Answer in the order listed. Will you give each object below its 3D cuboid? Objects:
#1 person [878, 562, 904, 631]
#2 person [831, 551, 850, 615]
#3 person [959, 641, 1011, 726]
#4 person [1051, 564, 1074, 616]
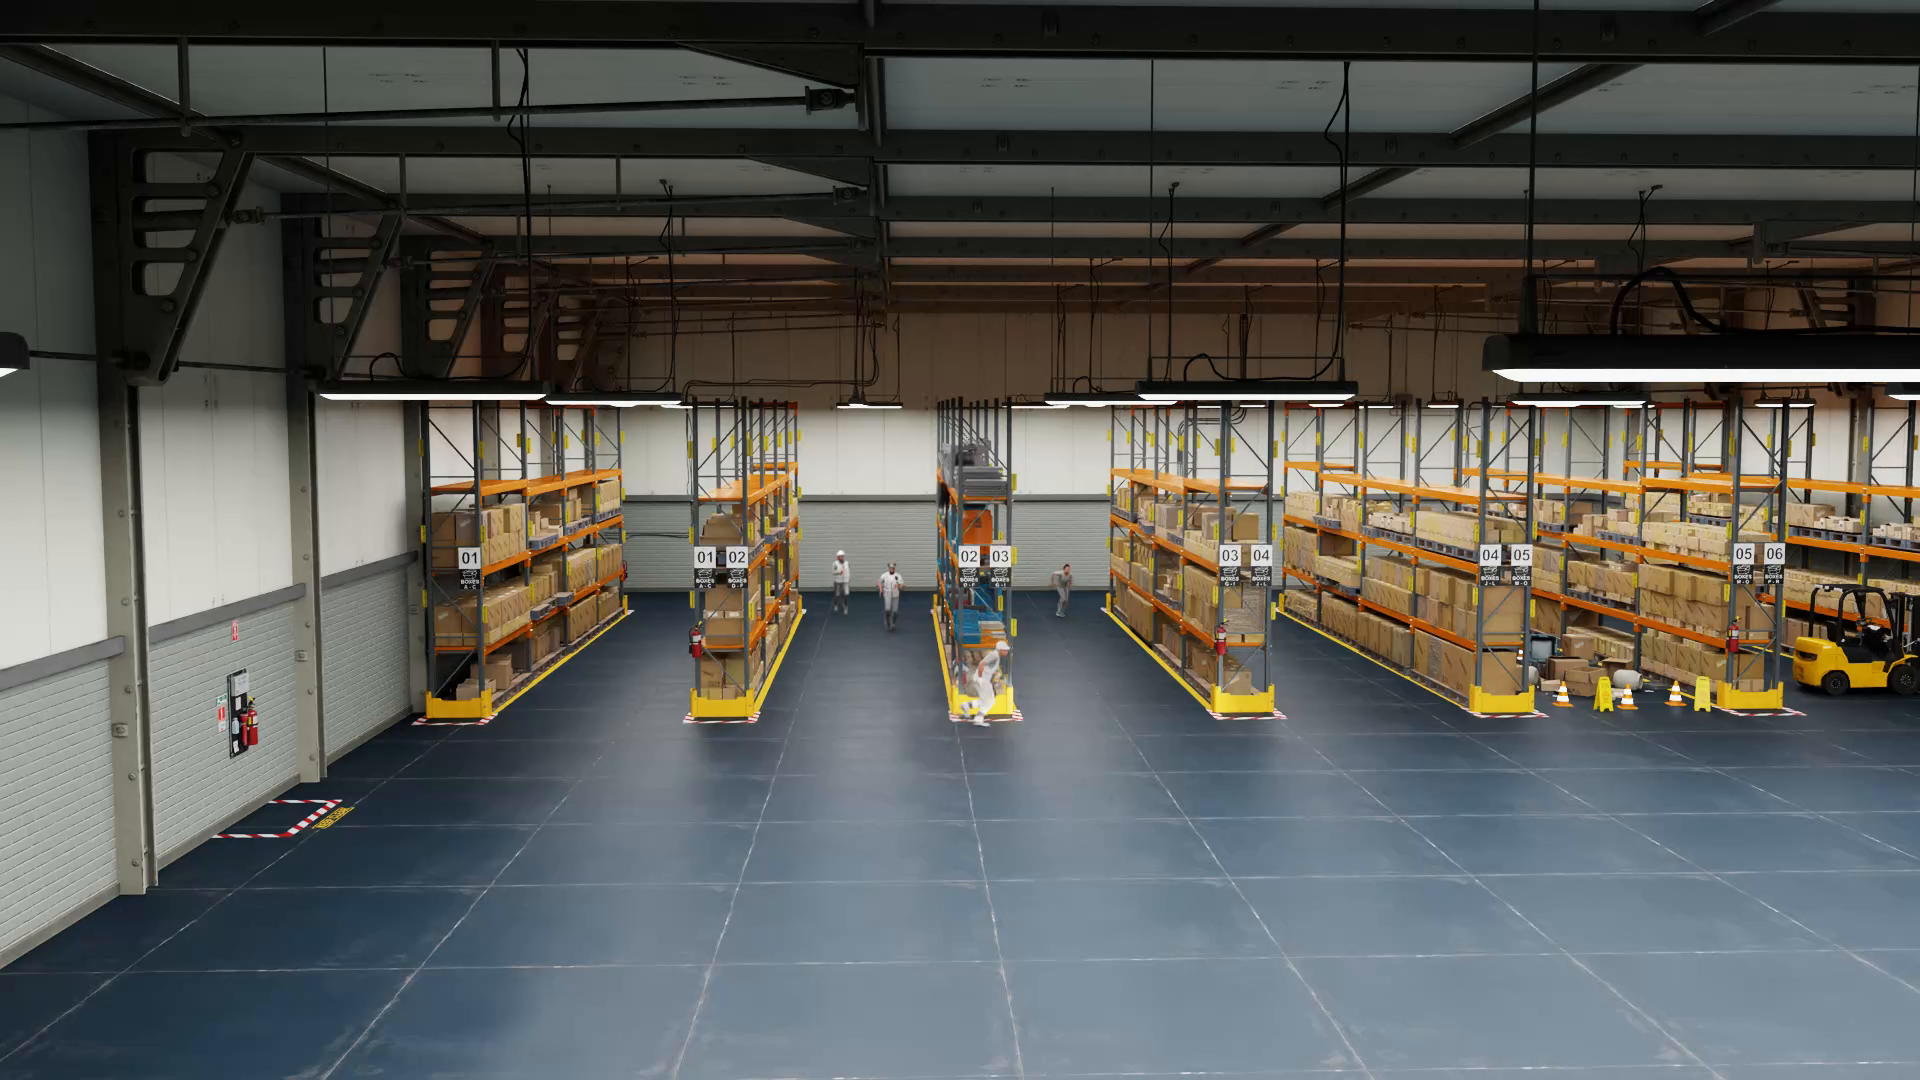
[{"bbox_3d":[-1.794,1.487,43.530,0.643,1.820,0.735,-1,4,-9],"label":"person"},{"bbox_3d":[-3.363,1.211,46.984,0.623,1.833,0.850,-2,5,-20],"label":"person"},{"bbox_3d":[0.451,2.613,30.216,0.959,1.579,0.677,1,5,14],"label":"person"},{"bbox_3d":[2.843,1.400,46.228,0.589,1.499,0.853,-2,5,-19],"label":"person"}]
